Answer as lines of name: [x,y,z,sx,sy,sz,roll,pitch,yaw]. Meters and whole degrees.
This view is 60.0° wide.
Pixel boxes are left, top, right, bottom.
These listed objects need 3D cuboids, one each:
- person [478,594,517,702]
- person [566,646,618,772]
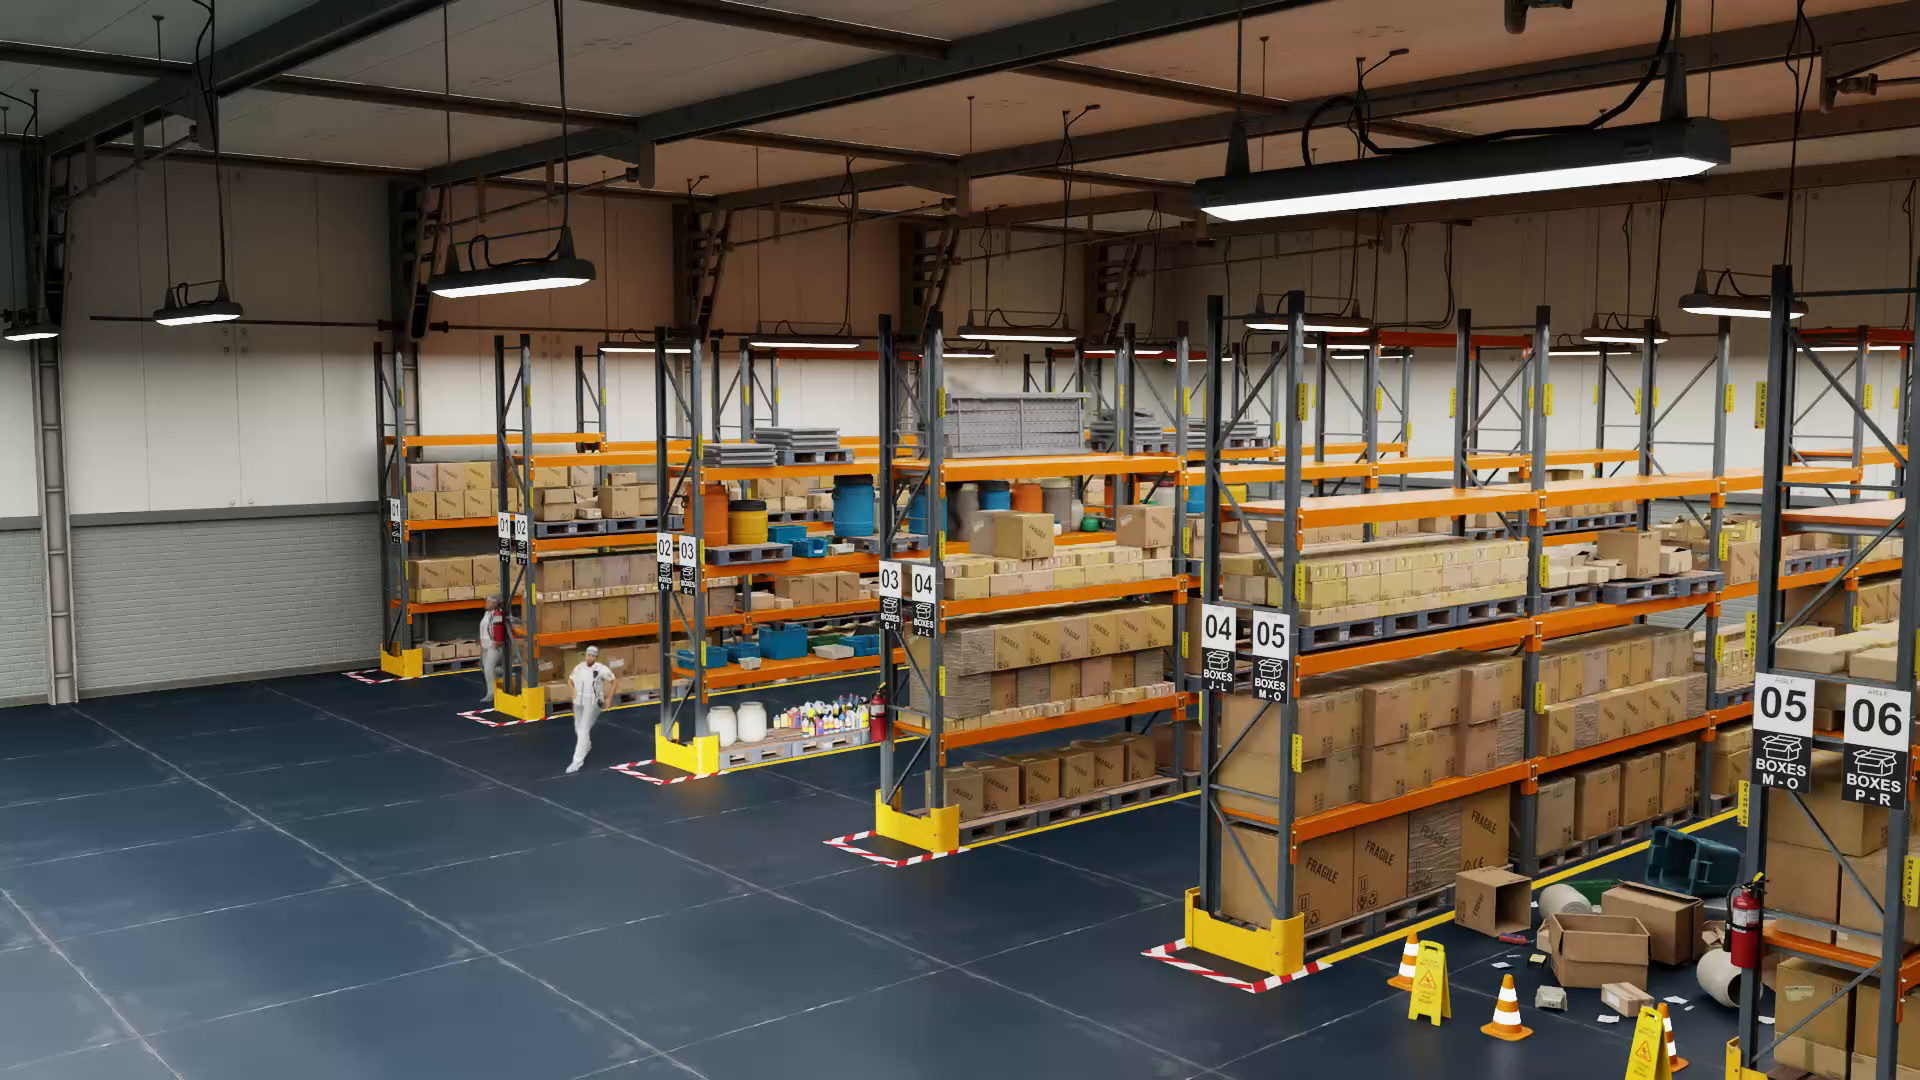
person: [-7.747,1.779,27.789,0.794,1.798,0.702,-5,7,-44]
person: [-5.064,2.273,22.725,0.679,1.681,0.828,2,5,16]
